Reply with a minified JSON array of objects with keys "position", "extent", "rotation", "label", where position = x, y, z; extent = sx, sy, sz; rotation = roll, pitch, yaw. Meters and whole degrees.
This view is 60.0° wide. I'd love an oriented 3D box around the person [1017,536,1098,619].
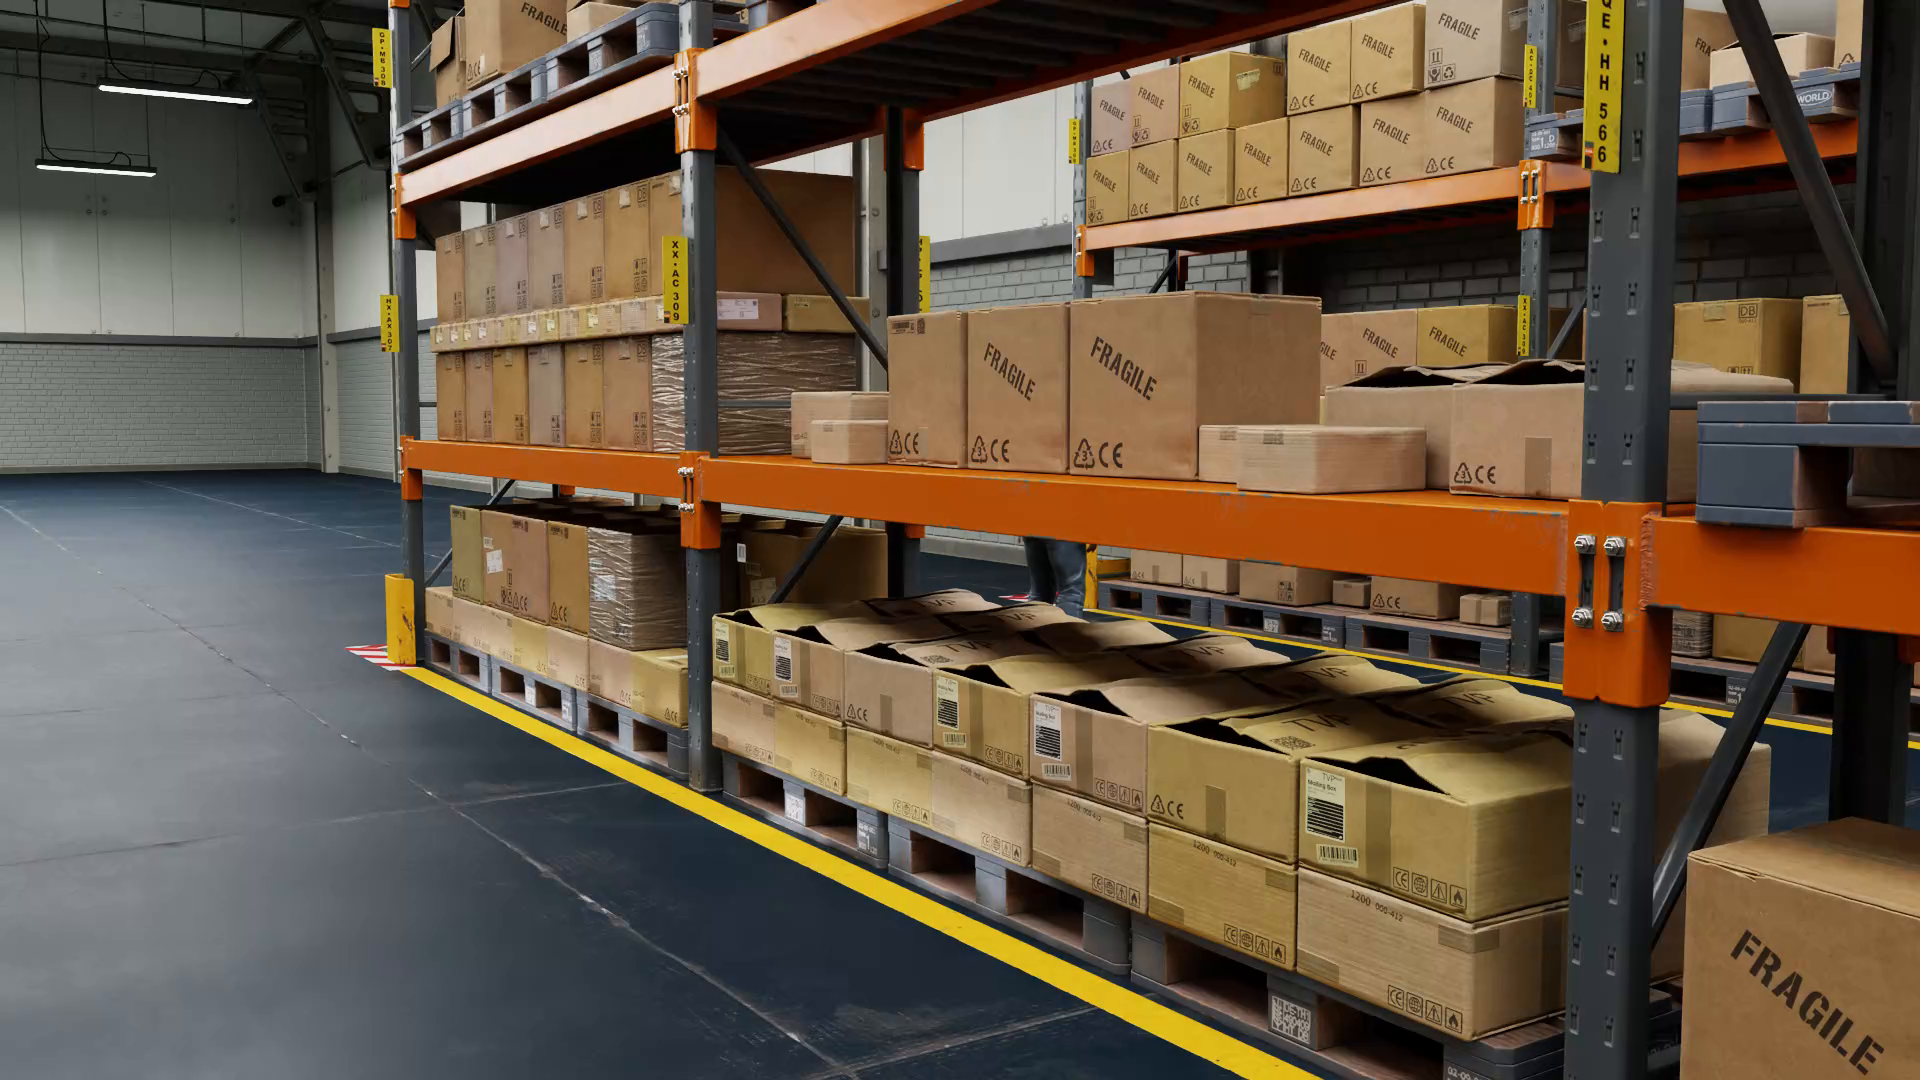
[{"position":[0.522,-0.113,9.129],"extent":[0.462,1.759,0.633],"rotation":[-4,6,-37],"label":"person"}]
